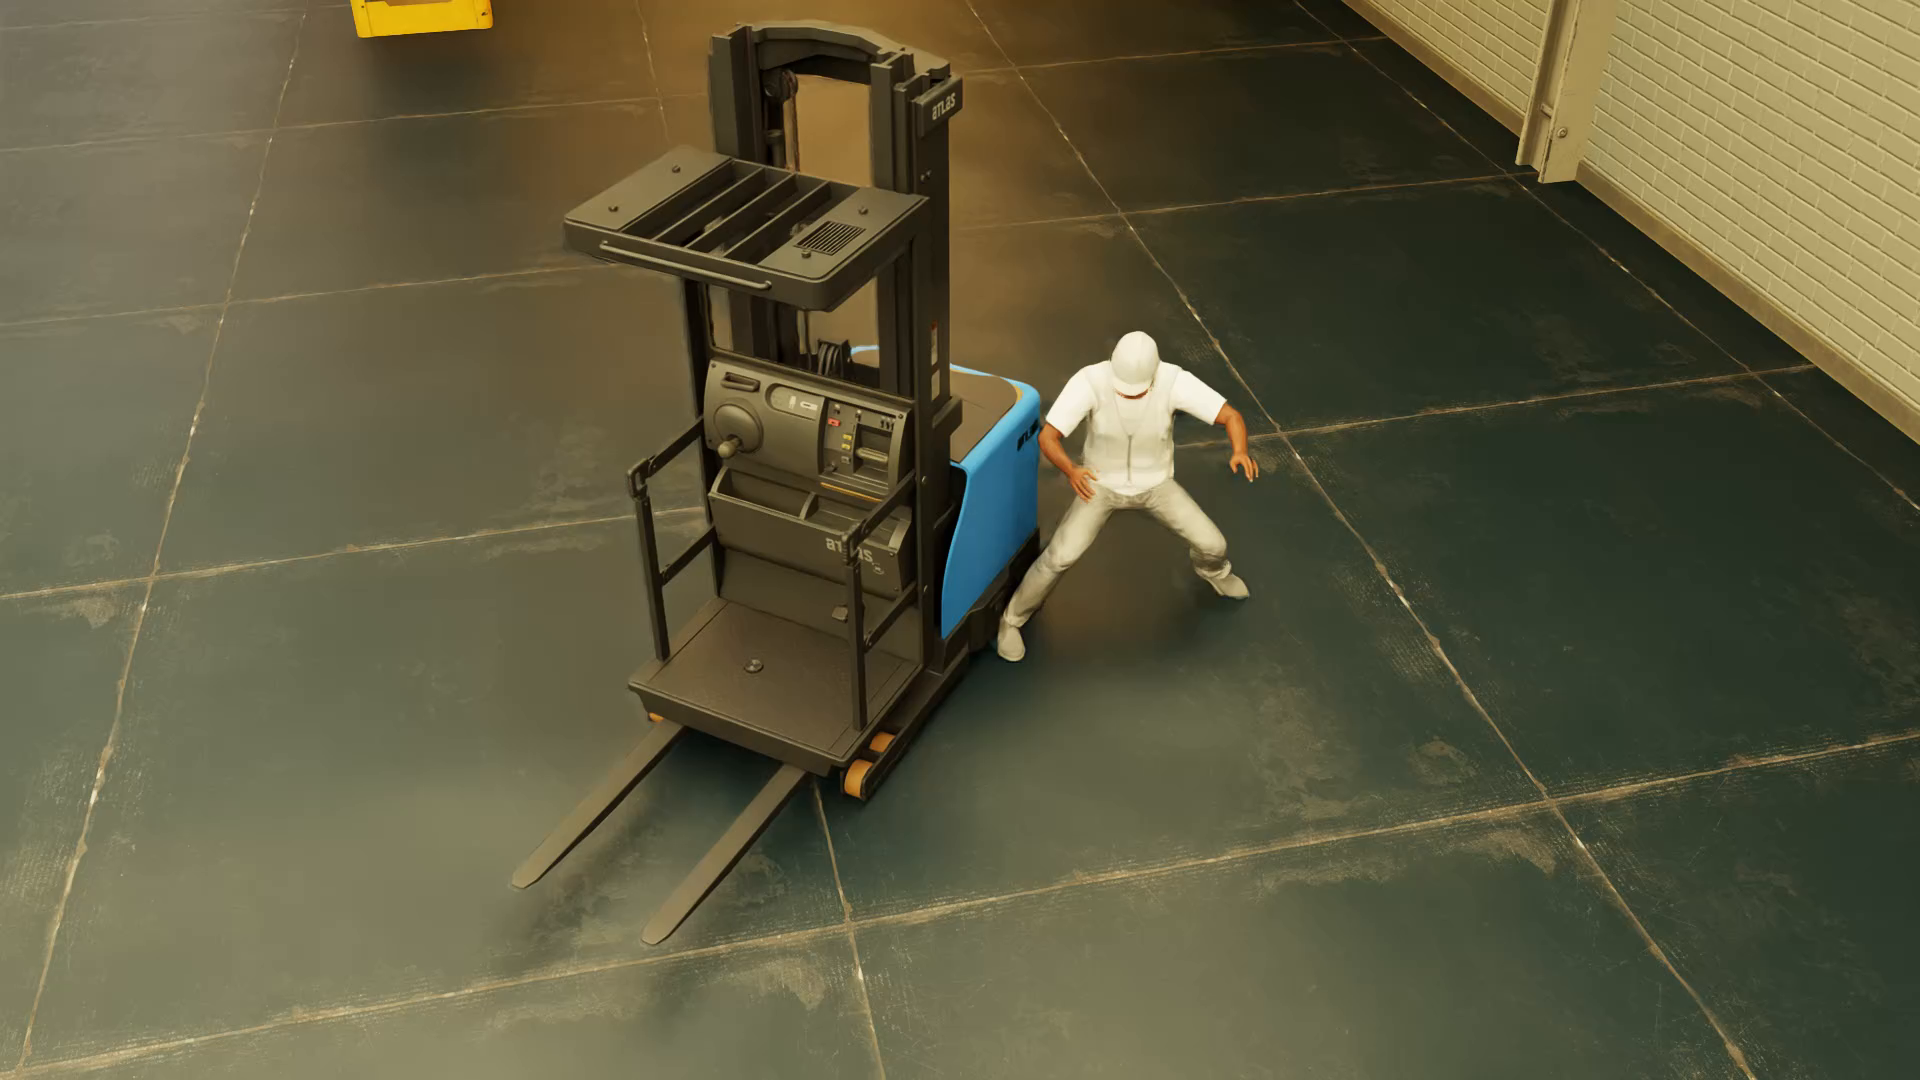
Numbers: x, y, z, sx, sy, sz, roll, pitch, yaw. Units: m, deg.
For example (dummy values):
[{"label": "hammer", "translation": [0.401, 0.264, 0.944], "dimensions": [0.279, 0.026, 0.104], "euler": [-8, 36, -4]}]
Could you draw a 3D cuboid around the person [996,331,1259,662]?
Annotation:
[{"label": "person", "translation": [0.795, -0.220, 7.569], "dimensions": [1.245, 1.560, 0.733], "euler": [1, 36, 1]}]

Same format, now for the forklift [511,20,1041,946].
[{"label": "forklift", "translation": [-0.731, -0.394, 6.598], "dimensions": [1.130, 2.935, 3.031], "euler": [17, 39, 22]}]
